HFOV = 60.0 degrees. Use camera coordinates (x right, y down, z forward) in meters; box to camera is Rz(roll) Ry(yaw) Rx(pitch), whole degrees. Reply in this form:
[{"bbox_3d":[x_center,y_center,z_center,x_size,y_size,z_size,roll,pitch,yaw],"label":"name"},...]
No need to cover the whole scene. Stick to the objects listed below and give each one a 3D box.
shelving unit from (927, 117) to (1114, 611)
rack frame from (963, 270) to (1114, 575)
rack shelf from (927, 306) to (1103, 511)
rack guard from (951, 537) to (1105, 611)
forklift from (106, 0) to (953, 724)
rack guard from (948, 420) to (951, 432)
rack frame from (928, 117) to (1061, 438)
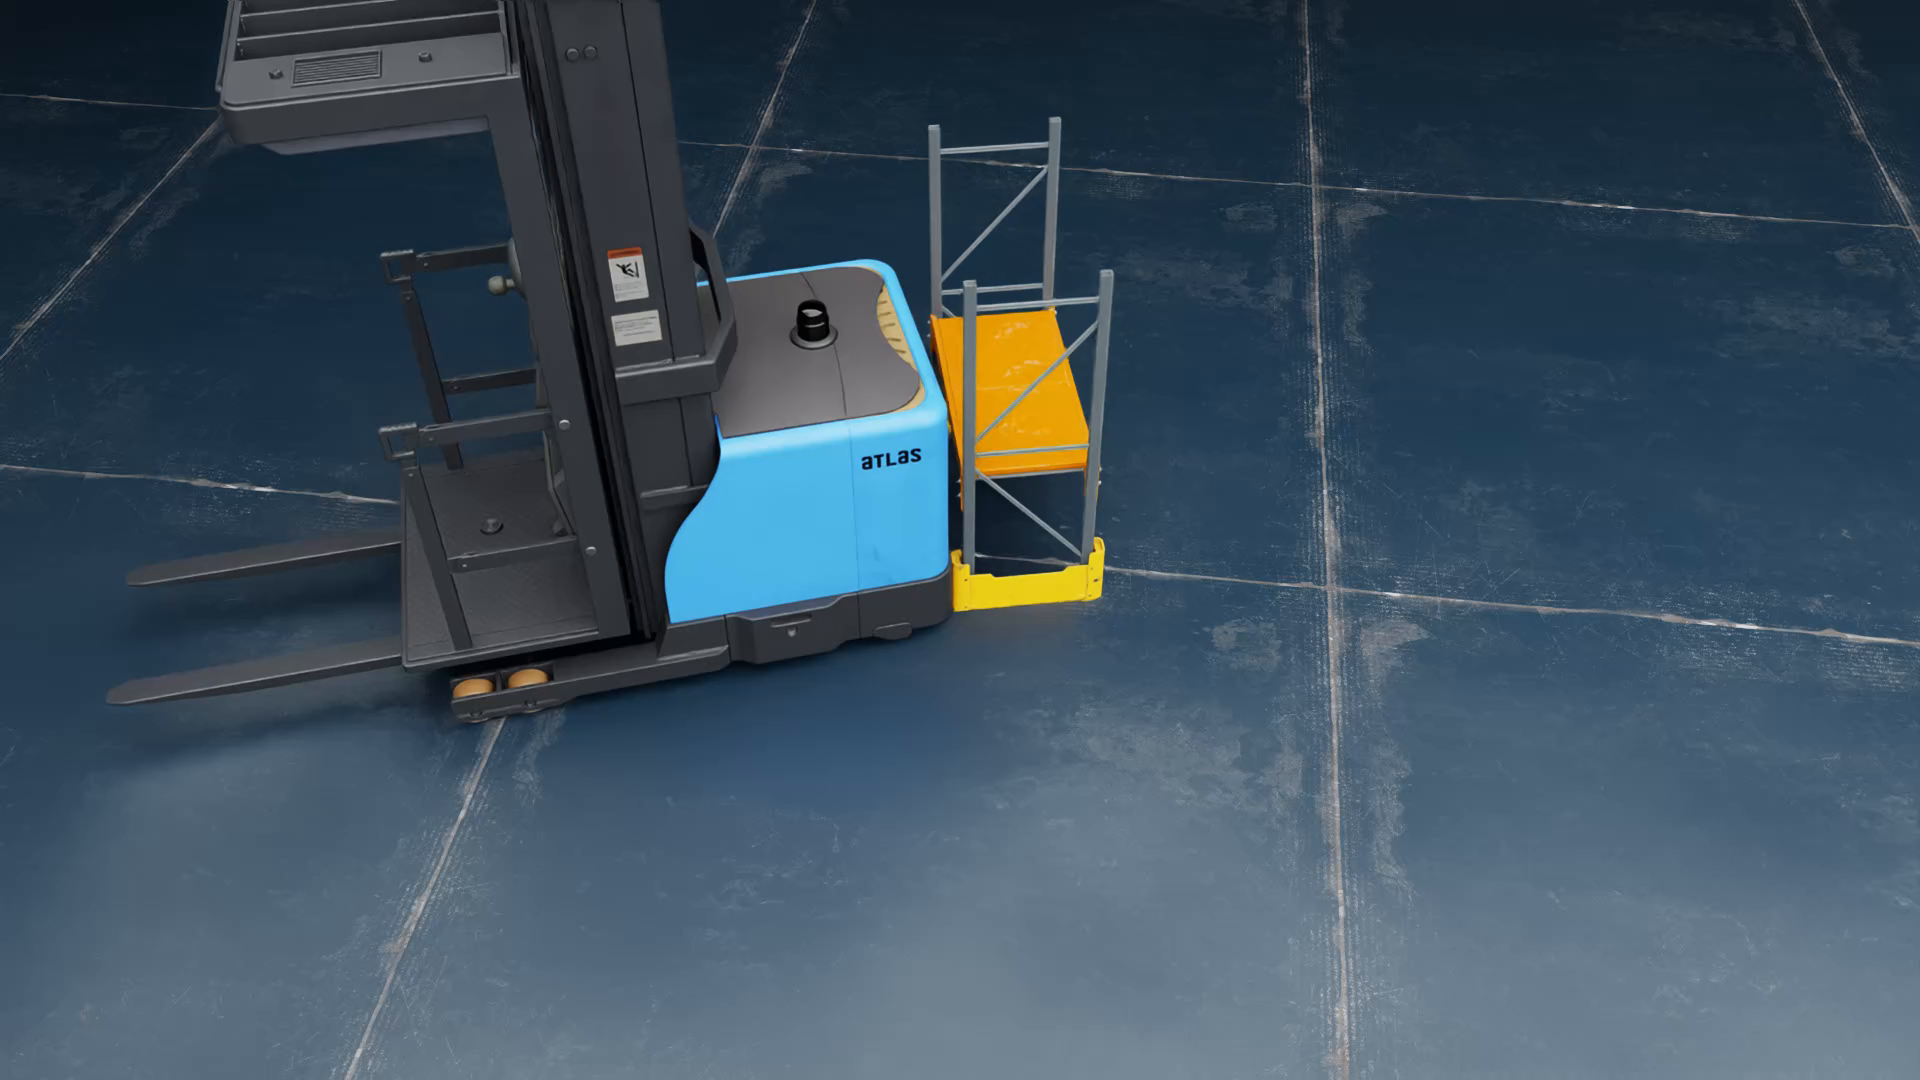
[{"bbox_3d":[0.196,-0.660,6.356,0.587,1.500,1.083,-5,44,-5],"label":"shelving unit"},{"bbox_3d":[0.260,-0.320,5.997,0.500,1.500,0.032,-5,44,-5],"label":"rack frame"},{"bbox_3d":[0.195,-0.536,6.487,0.538,0.185,1.000,-5,44,-5],"label":"rack shelf"},{"bbox_3d":[0.259,0.133,6.427,0.587,0.250,0.087,-5,44,-5],"label":"rack guard"},{"bbox_3d":[-1.603,-0.804,5.467,3.031,2.935,1.130,-10,44,-10],"label":"forklift"},{"bbox_3d":[0.133,-0.546,7.145,0.587,0.250,0.087,-5,44,-5],"label":"rack guard"},{"bbox_3d":[0.130,-1.013,6.729,0.500,1.500,0.032,-5,44,-5],"label":"rack frame"}]
